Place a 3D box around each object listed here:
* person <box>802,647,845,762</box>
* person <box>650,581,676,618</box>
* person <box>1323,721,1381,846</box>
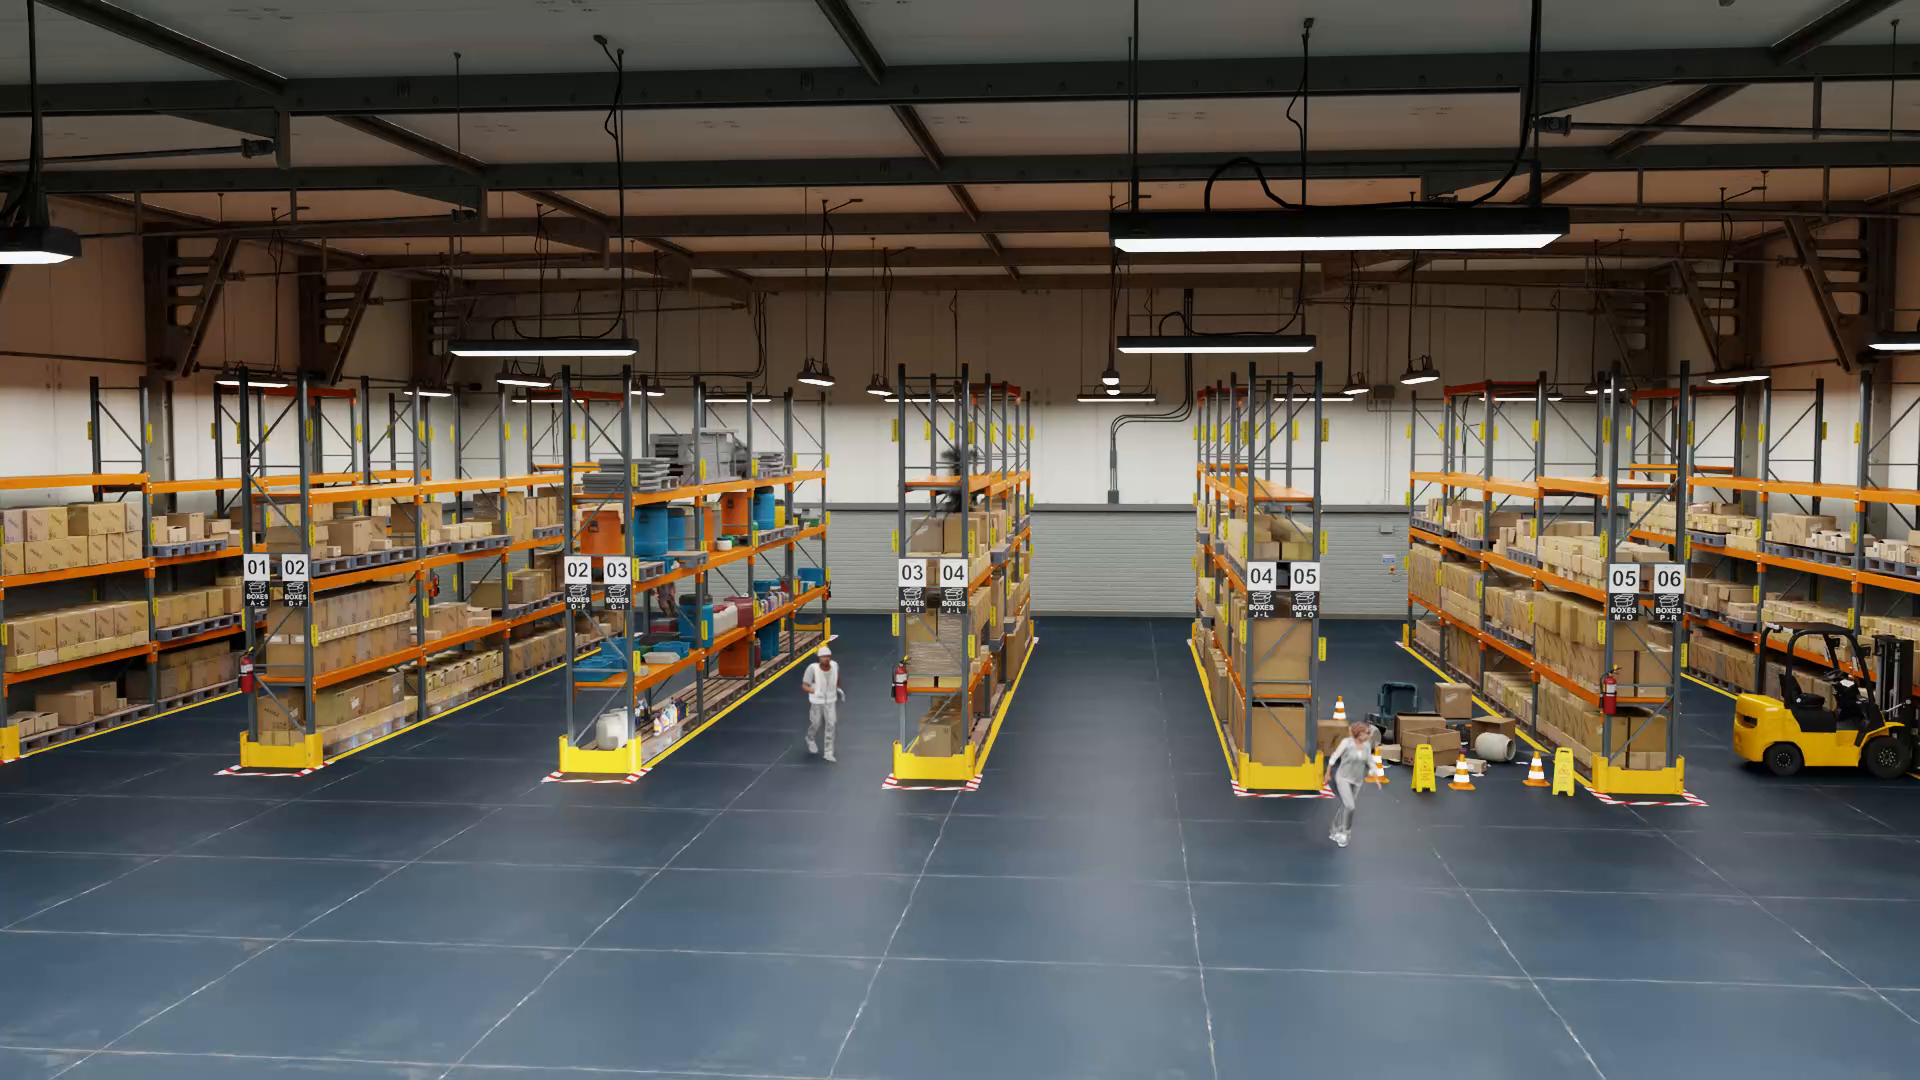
[{"bbox_3d":[-2.125,2.488,25.563,0.696,1.749,0.902,-1,4,-22],"label":"person"},{"bbox_3d":[-7.361,1.531,41.281,0.696,1.664,0.983,-3,5,-38],"label":"person"},{"bbox_3d":[4.733,2.932,20.105,0.515,1.535,0.714,-1,4,-21],"label":"person"}]
